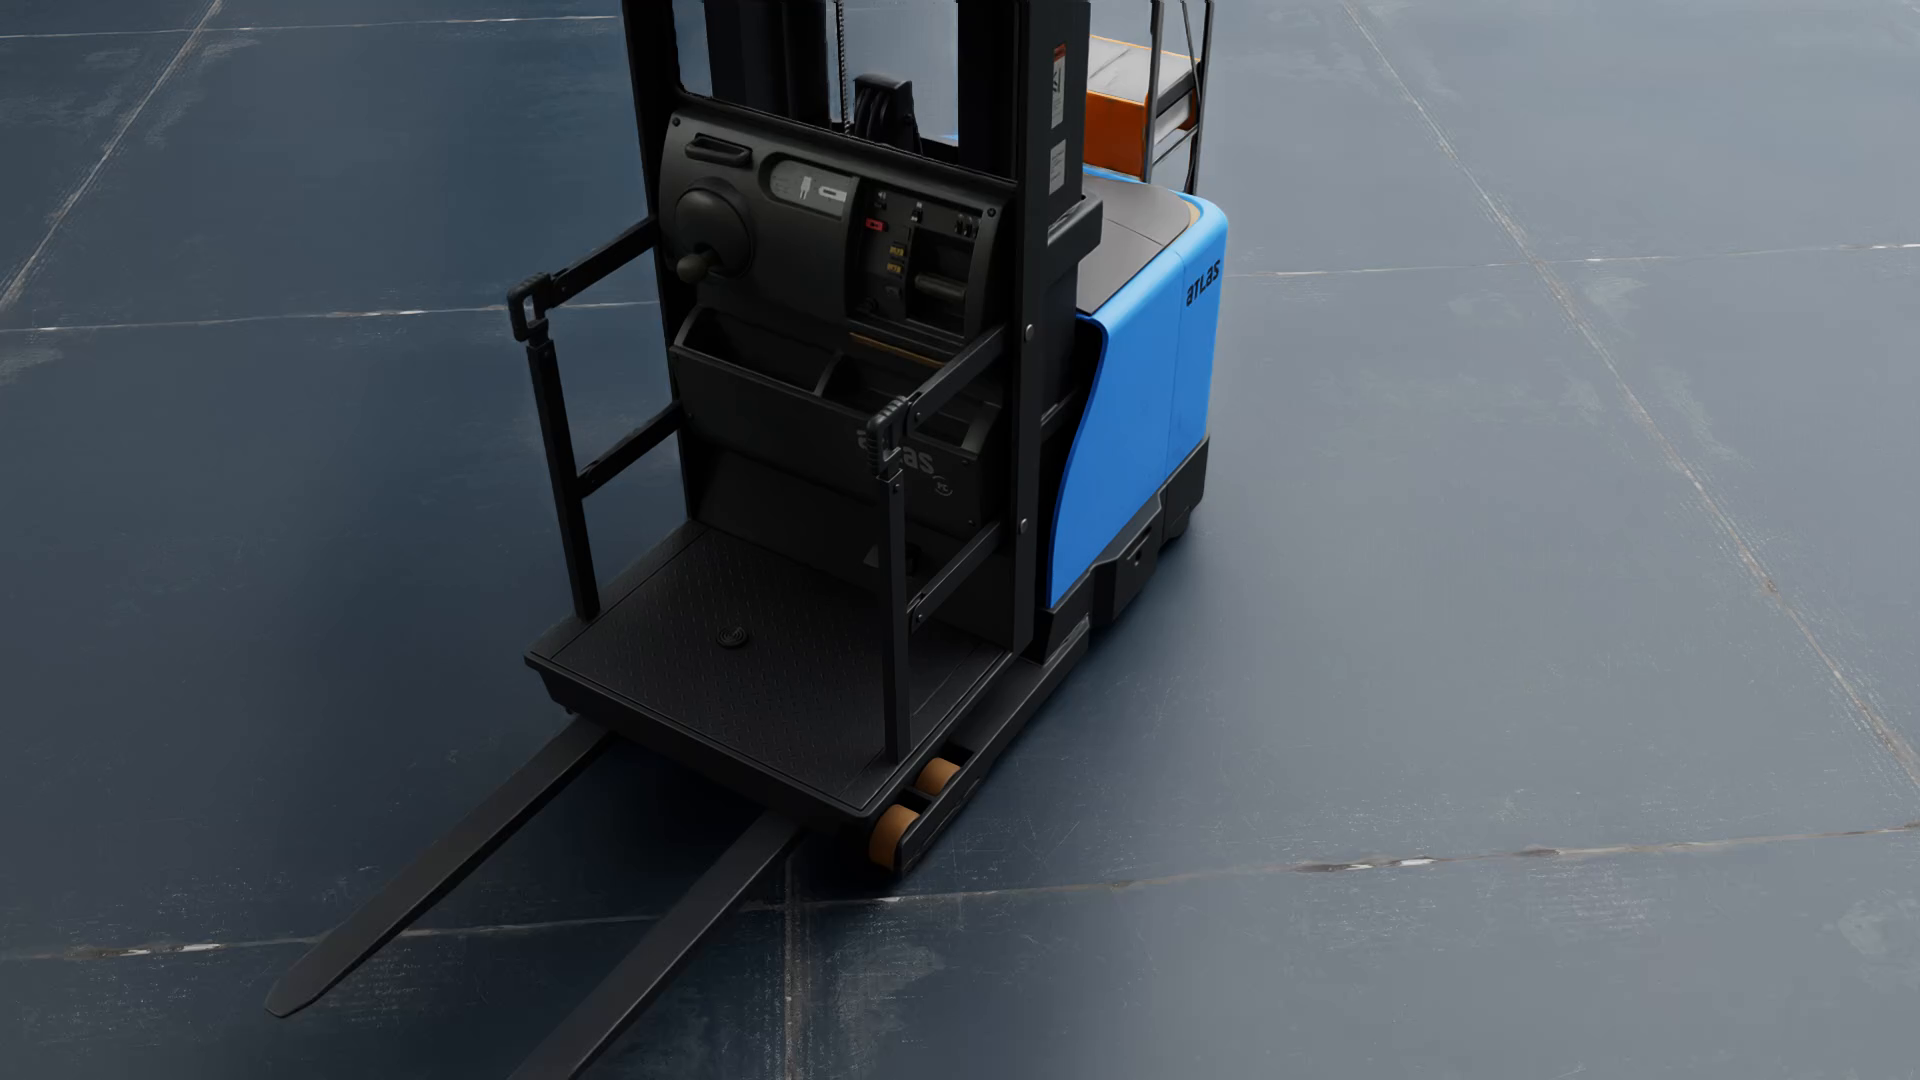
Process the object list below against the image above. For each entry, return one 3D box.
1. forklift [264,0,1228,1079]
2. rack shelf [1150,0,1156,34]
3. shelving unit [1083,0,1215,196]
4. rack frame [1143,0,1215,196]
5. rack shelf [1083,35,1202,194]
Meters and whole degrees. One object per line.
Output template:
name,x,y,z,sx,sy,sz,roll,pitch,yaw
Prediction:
forklift,-0.428,-0.649,3.707,1.130,2.935,3.031,21,43,25
rack shelf,0.441,-1.807,4.737,0.480,0.518,0.431,21,43,24
shelving unit,0.441,-1.268,5.162,0.503,2.100,0.431,21,43,24
rack frame,0.650,-1.190,5.063,0.015,2.100,0.400,21,43,24
rack shelf,0.441,-1.257,5.170,0.480,0.518,0.431,21,43,24
